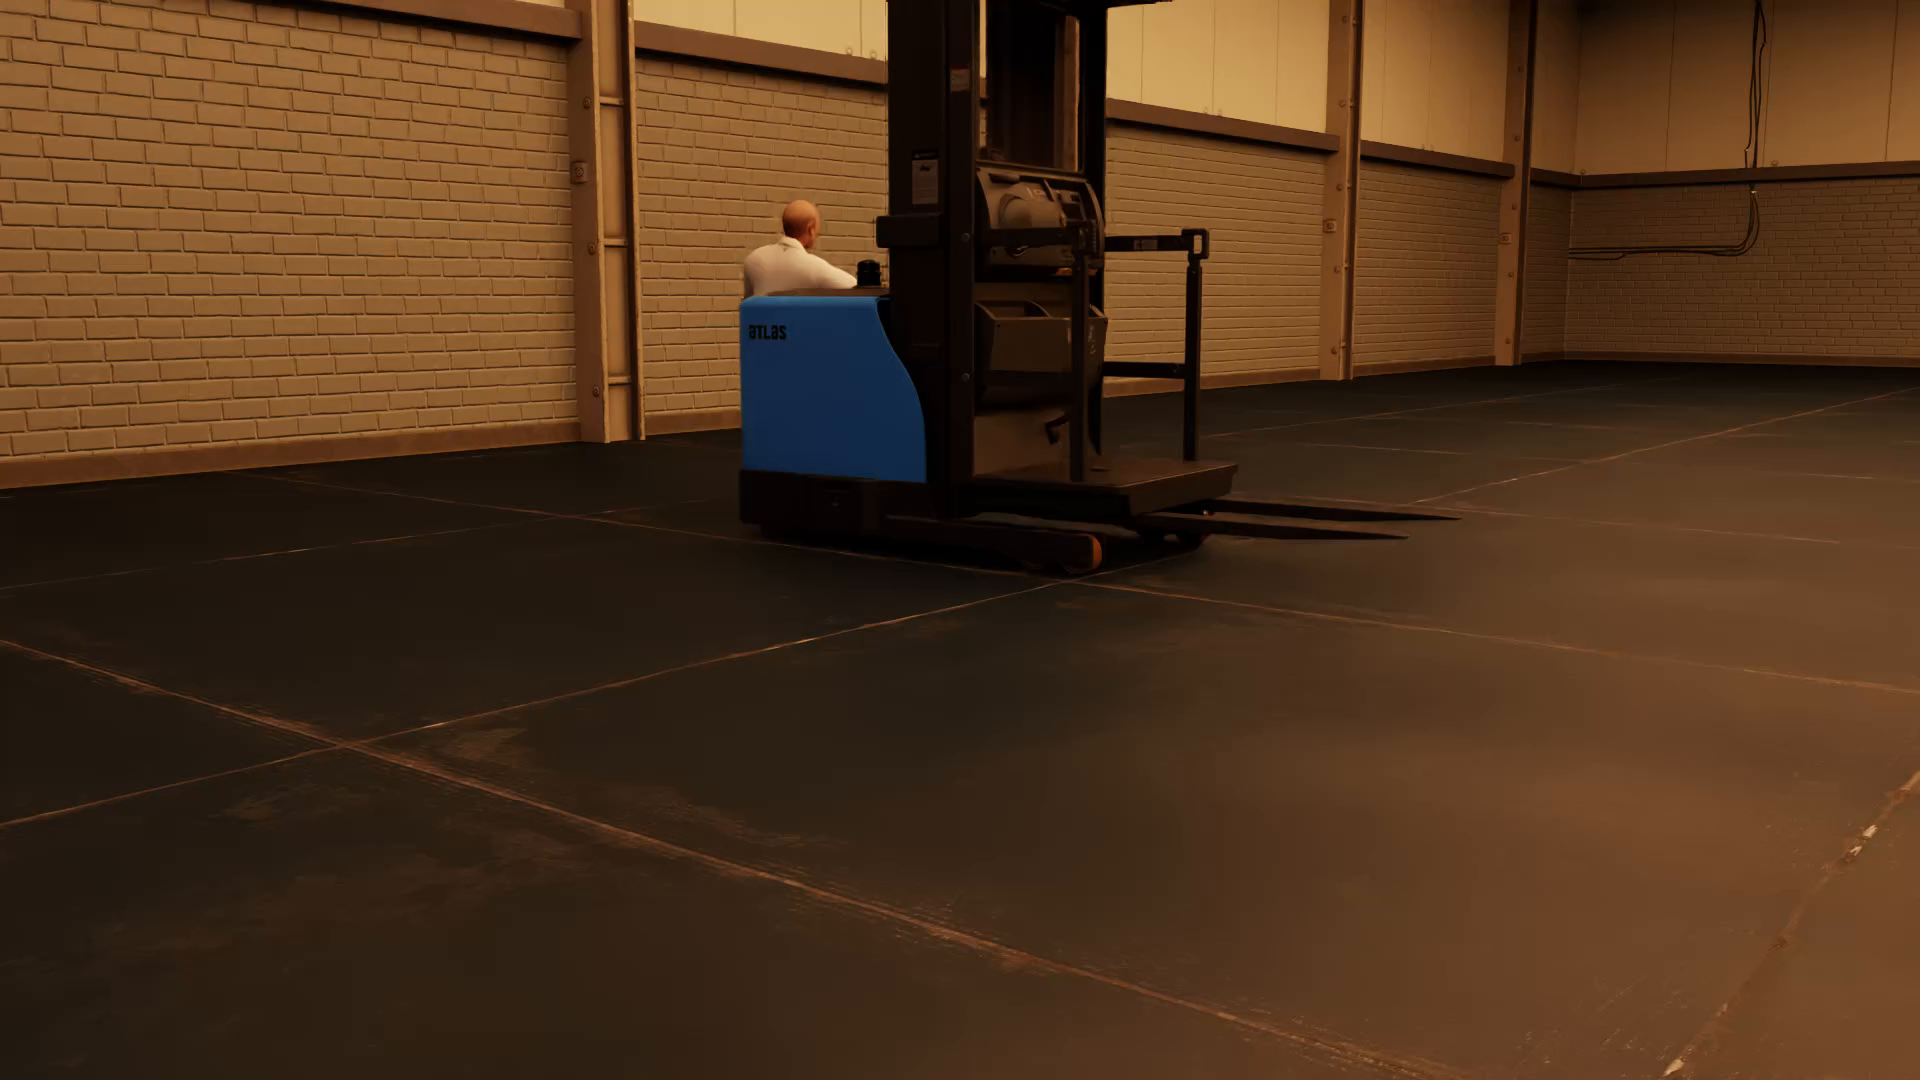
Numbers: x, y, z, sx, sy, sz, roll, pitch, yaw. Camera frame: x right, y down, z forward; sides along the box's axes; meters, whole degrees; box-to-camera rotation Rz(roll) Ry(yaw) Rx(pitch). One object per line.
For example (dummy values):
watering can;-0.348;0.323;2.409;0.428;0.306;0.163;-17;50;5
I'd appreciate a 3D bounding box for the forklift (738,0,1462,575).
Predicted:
forklift;0.515;-1.402;6.864;3.031;2.935;1.130;6;10;33

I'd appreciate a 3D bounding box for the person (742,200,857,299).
person;-0.736;-0.977;8.870;0.883;1.624;0.687;5;10;33
